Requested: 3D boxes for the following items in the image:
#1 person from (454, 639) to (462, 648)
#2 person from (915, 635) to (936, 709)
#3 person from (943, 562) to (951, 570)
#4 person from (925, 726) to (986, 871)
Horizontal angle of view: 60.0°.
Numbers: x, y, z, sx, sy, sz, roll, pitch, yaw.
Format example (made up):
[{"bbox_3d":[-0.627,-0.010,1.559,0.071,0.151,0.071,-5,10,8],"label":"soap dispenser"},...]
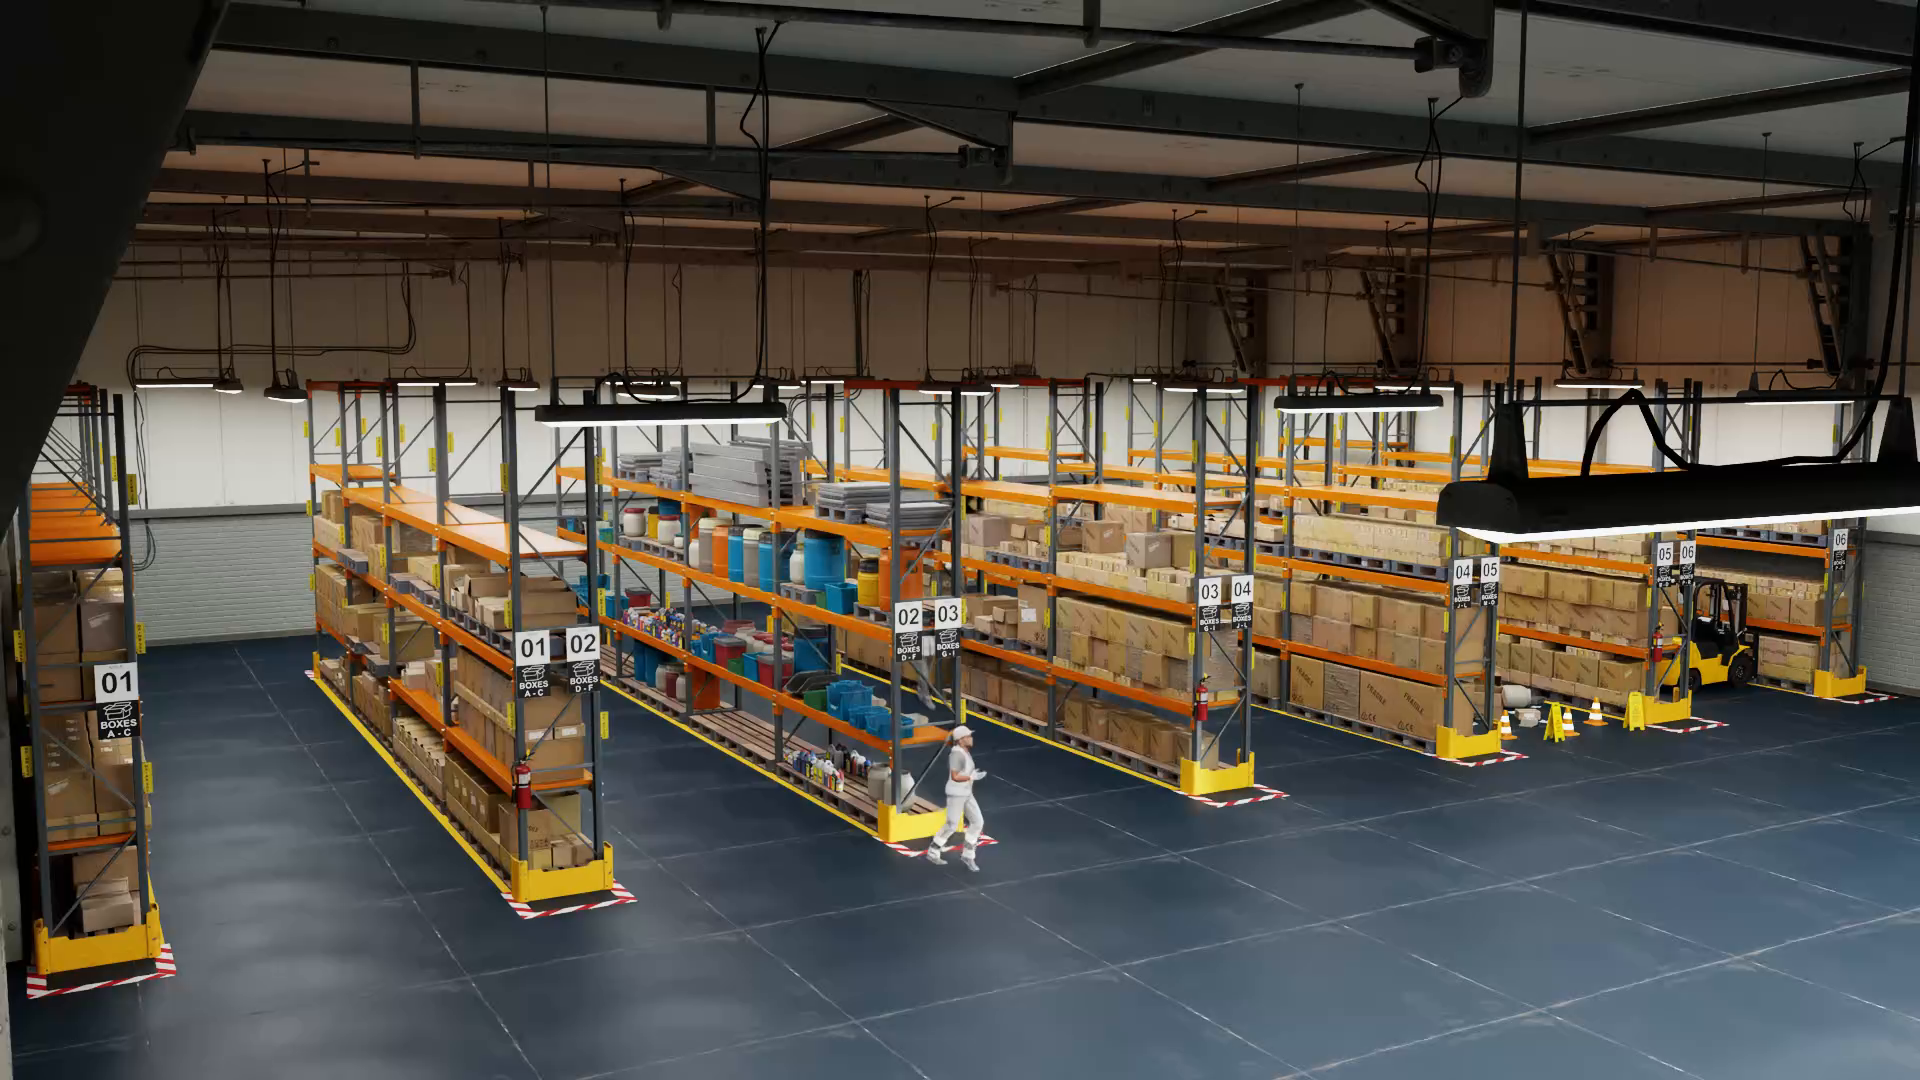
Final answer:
[{"bbox_3d":[-9.891,1.955,33.115,0.640,1.799,0.887,-4,7,-35],"label":"person"},{"bbox_3d":[-0.600,2.022,29.270,0.650,1.798,0.873,-4,7,-30],"label":"person"},{"bbox_3d":[-0.455,1.085,41.765,0.866,1.673,0.663,-2,7,-22],"label":"person"},{"bbox_3d":[-0.016,3.241,20.851,0.775,1.842,0.644,2,6,18],"label":"person"}]
